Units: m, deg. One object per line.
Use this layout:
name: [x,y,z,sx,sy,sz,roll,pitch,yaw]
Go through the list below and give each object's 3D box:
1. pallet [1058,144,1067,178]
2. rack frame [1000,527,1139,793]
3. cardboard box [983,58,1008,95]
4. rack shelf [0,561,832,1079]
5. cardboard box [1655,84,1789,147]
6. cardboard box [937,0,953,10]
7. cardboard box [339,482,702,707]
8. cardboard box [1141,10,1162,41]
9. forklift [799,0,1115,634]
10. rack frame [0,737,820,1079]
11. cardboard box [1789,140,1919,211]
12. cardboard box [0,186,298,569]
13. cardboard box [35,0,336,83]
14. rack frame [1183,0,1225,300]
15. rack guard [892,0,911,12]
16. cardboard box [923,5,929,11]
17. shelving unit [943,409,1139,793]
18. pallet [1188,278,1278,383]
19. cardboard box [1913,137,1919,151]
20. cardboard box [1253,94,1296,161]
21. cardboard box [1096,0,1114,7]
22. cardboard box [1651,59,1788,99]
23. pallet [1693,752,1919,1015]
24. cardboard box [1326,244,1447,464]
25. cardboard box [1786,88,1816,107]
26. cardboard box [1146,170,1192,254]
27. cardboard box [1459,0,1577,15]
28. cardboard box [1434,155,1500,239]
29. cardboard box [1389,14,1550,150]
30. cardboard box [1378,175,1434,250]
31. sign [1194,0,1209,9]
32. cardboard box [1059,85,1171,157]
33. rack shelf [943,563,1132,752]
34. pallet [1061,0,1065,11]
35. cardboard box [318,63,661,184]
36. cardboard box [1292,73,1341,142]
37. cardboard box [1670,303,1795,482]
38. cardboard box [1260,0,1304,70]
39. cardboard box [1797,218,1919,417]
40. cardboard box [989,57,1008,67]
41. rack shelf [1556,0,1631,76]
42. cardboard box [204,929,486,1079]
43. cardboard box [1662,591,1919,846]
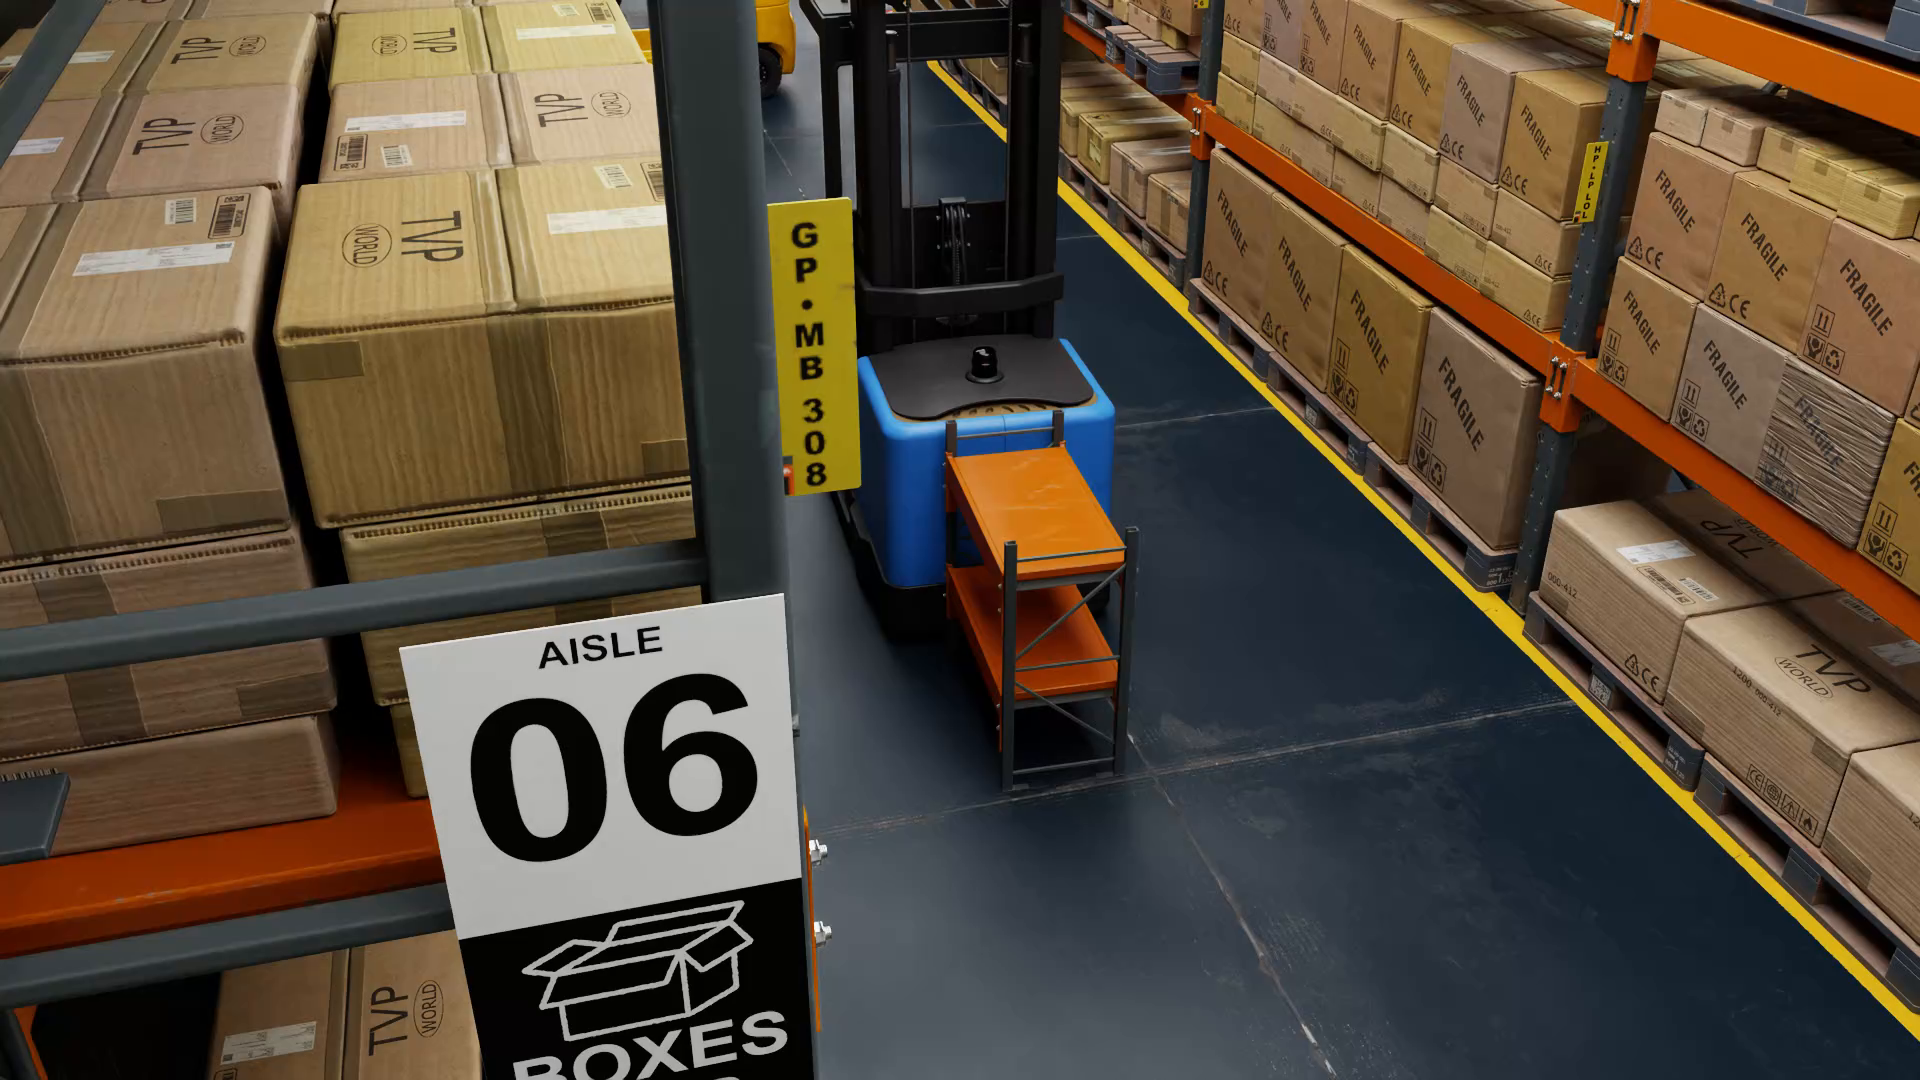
pallet: [1.128,-3.319,13.773,1.003,0.211,1.213,-8,31,-13]
rack frame: [0.406,0.472,6.312,0.500,1.125,0.032,-6,31,-11]
cardboard box: [0.504,-4.143,14.739,0.500,0.250,0.500,-6,31,-11]
rack shelf: [-1.210,-0.397,3.665,1.077,0.370,4.000,-8,31,-13]
cardboard box: [2.877,-1.608,6.287,0.380,0.149,0.250,-8,31,-14]
cardboard box: [0.081,-5.217,15.845,0.500,0.500,0.500,-7,31,-12]
cardboard box: [-0.534,-0.057,2.212,0.500,0.250,0.500,-8,31,-14]
cardboard box: [1.417,-3.405,10.970,0.380,0.149,0.250,-8,31,-14]
forklift: [-0.136,-1.575,8.045,1.130,2.935,3.031,-6,31,-11]
rack frame: [-0.679,1.556,2.567,1.000,3.000,0.127,-8,31,-13]
cardboard box: [3.076,-1.240,5.652,0.380,0.149,0.250,-8,31,-14]
cardboard box: [-1.066,-0.200,1.961,0.500,0.250,0.500,-9,31,-15]
cardboard box: [-1.458,-0.944,3.246,0.500,0.250,0.500,-8,31,-13]
rack frame: [1.982,-2.970,10.386,1.000,3.000,0.127,-8,31,-13]
rack guard: [-0.121,-5.715,17.625,1.175,0.500,0.348,-8,31,-13]
cardboard box: [-0.066,-5.151,16.481,0.500,0.250,0.500,-7,31,-11]
shelving unit: [0.297,0.223,6.741,0.538,1.125,1.048,-6,31,-11]
pallet: [2.118,-1.372,10.410,1.003,0.211,1.213,-8,31,-13]
cardboard box: [3.539,-1.305,5.764,0.380,0.149,0.250,-8,31,-14]
cardboard box: [2.022,-2.389,9.533,0.500,0.250,0.500,-9,31,-15]
cardboard box: [1.180,-3.908,11.838,0.380,0.149,0.250,-9,31,-15]
cardboard box: [3.204,-1.764,7.206,0.500,0.500,0.500,-7,31,-13]
pallet: [3.497,1.137,6.075,1.003,0.211,1.213,-8,31,-13]
cardboard box: [2.555,-1.024,8.727,0.875,0.875,0.875,-7,31,-12]
cardboard box: [3.432,-1.688,6.427,0.380,0.149,0.250,-8,31,-14]
cardboard box: [1.842,-2.288,11.413,0.950,0.372,0.625,-10,32,-17]
cardboard box: [2.768,-2.498,8.473,0.500,0.500,0.500,-8,31,-14]
cardboard box: [2.552,-1.610,7.688,0.500,0.250,0.500,-7,31,-12]
cardboard box: [2.423,-2.193,7.946,0.500,0.500,0.500,-7,31,-12]
cardboard box: [2.432,-1.648,8.253,0.500,0.250,0.500,-9,31,-15]
sign: [1.461,-3.360,9.984,0.100,0.325,0.005,-8,31,-13]
cardboard box: [1.256,-3.346,13.241,0.950,0.372,0.625,-6,31,-10]
rack shelf: [0.297,0.435,6.864,0.538,0.278,1.000,-6,31,-11]
pallet: [0.983,-4.430,13.101,1.003,0.211,1.213,-8,31,-13]
cardboard box: [-0.672,-0.518,2.511,0.500,0.250,0.500,-8,31,-14]
cardboard box: [2.135,-2.351,8.969,0.500,0.250,0.500,-8,31,-13]
cardboard box: [3.045,-0.576,6.151,0.500,0.500,0.500,-8,31,-13]
cardboard box: [2.018,-2.937,9.231,0.500,0.500,0.500,-8,31,-13]
cardboard box: [3.190,-0.758,5.467,0.500,0.500,0.500,-7,31,-12]
cardboard box: [0.504,-4.468,14.552,0.500,0.500,0.500,-8,31,-14]
rack shelf: [2.513,-2.991,8.146,1.077,0.370,4.000,-8,31,-13]
cardboard box: [-1.193,1.056,3.284,0.500,0.250,0.500,-8,31,-13]
cardboard box: [3.345,0.639,6.290,0.875,0.438,0.875,-9,31,-15]
